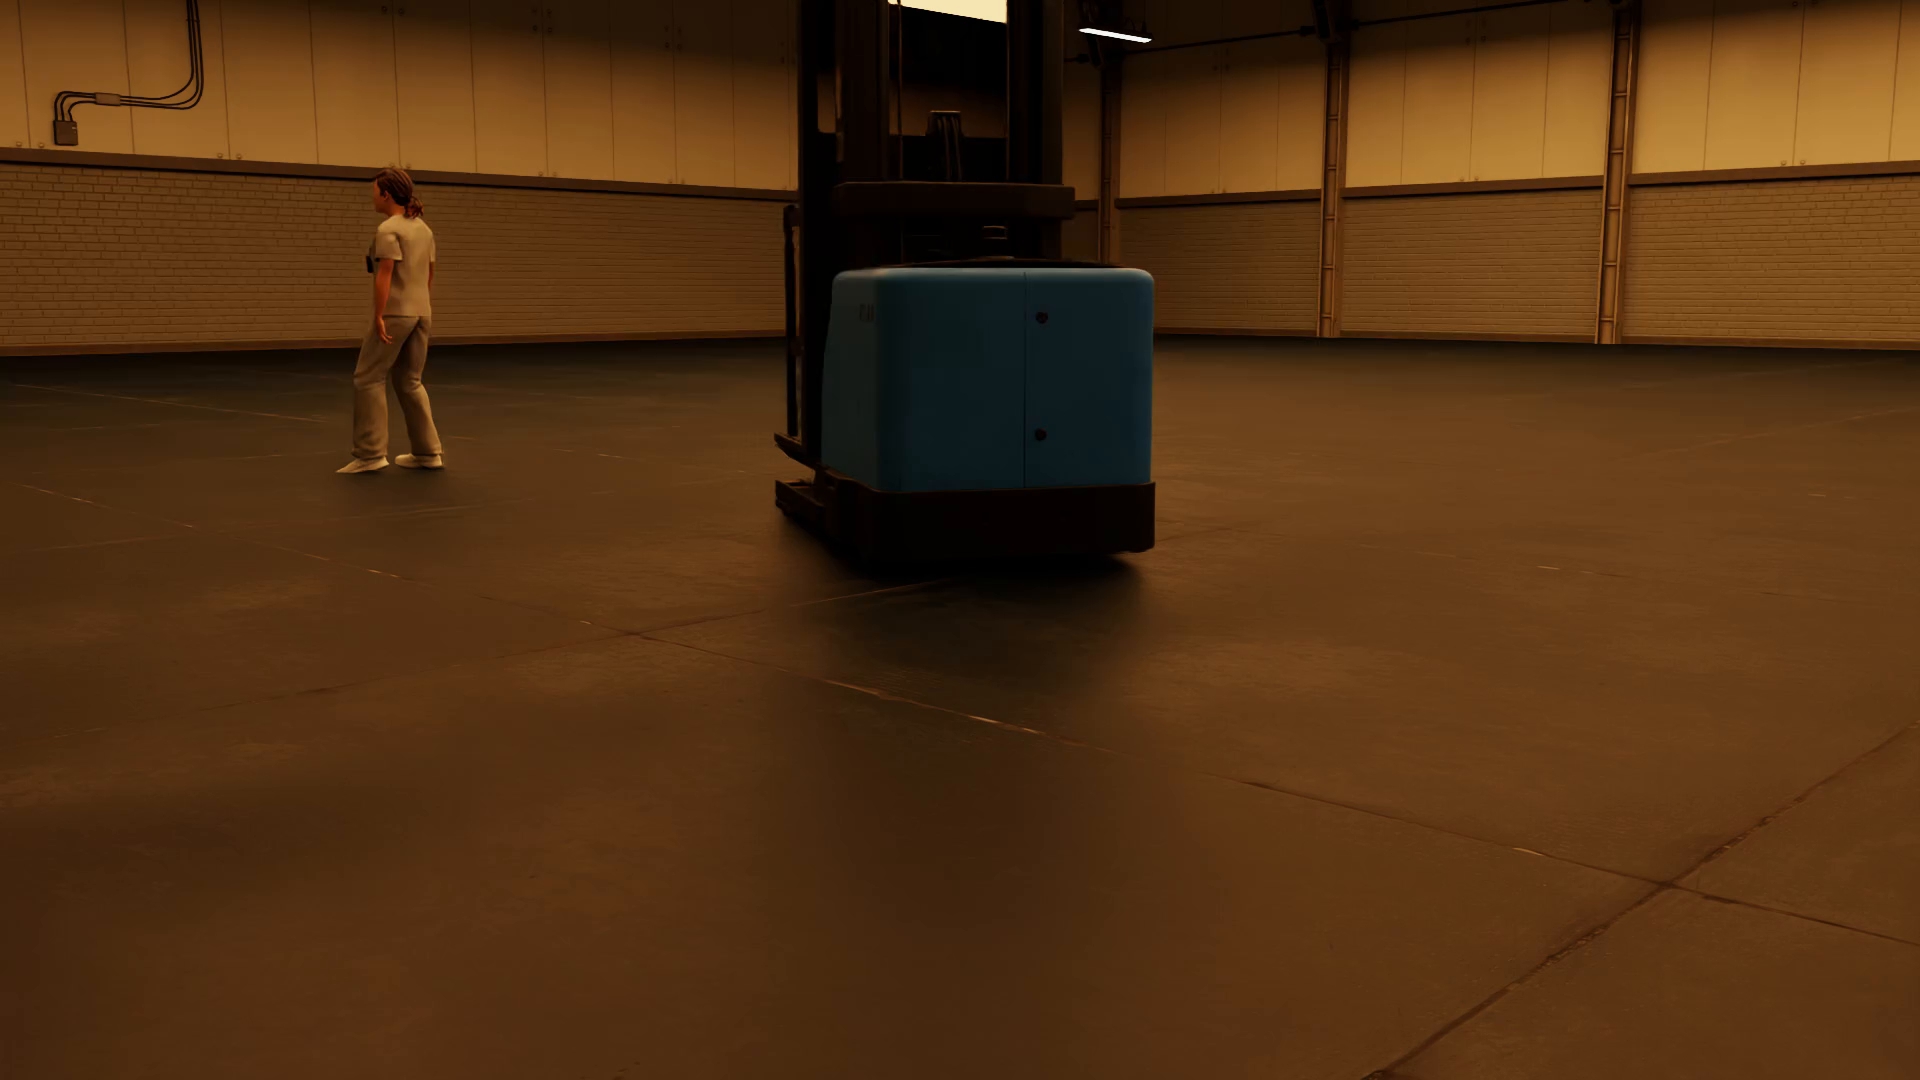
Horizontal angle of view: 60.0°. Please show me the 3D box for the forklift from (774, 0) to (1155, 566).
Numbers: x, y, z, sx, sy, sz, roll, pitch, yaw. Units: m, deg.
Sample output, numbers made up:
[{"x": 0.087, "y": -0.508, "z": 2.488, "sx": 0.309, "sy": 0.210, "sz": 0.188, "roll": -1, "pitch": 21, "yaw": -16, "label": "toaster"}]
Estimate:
[{"x": -0.195, "y": -1.538, "z": 7.090, "sx": 1.130, "sy": 2.935, "sz": 3.031, "roll": -2, "pitch": 9, "yaw": -16, "label": "forklift"}]

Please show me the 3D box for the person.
[{"x": -3.180, "y": -1.202, "z": 9.280, "sx": 0.506, "sy": 1.702, "sz": 0.522, "roll": 3, "pitch": 9, "yaw": 17, "label": "person"}]
